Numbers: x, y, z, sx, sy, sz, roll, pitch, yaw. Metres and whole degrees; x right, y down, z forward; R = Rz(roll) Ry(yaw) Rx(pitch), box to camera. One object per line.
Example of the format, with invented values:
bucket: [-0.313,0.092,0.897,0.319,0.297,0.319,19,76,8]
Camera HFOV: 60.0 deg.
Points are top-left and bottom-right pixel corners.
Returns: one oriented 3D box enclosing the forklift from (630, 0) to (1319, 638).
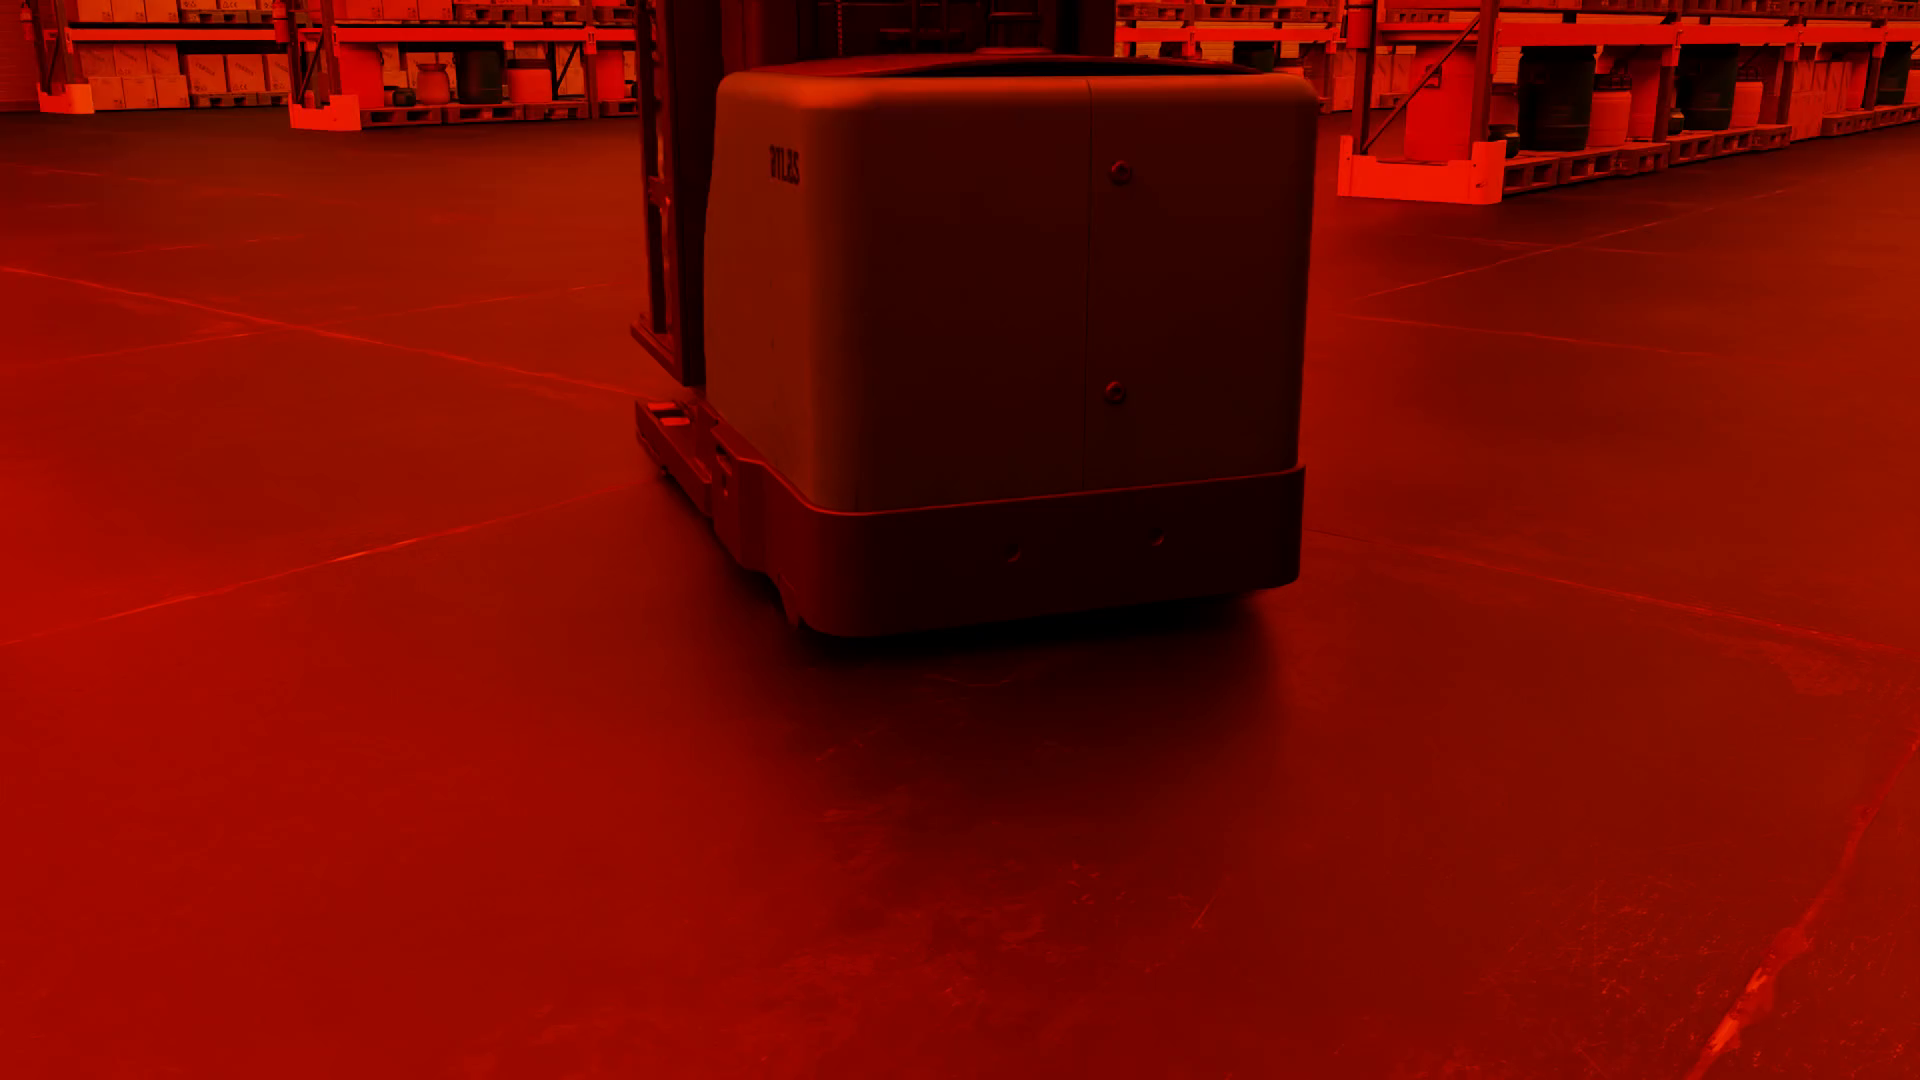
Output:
forklift: [-0.276,-1.608,4.193,1.130,2.935,3.031,-6,18,-19]
